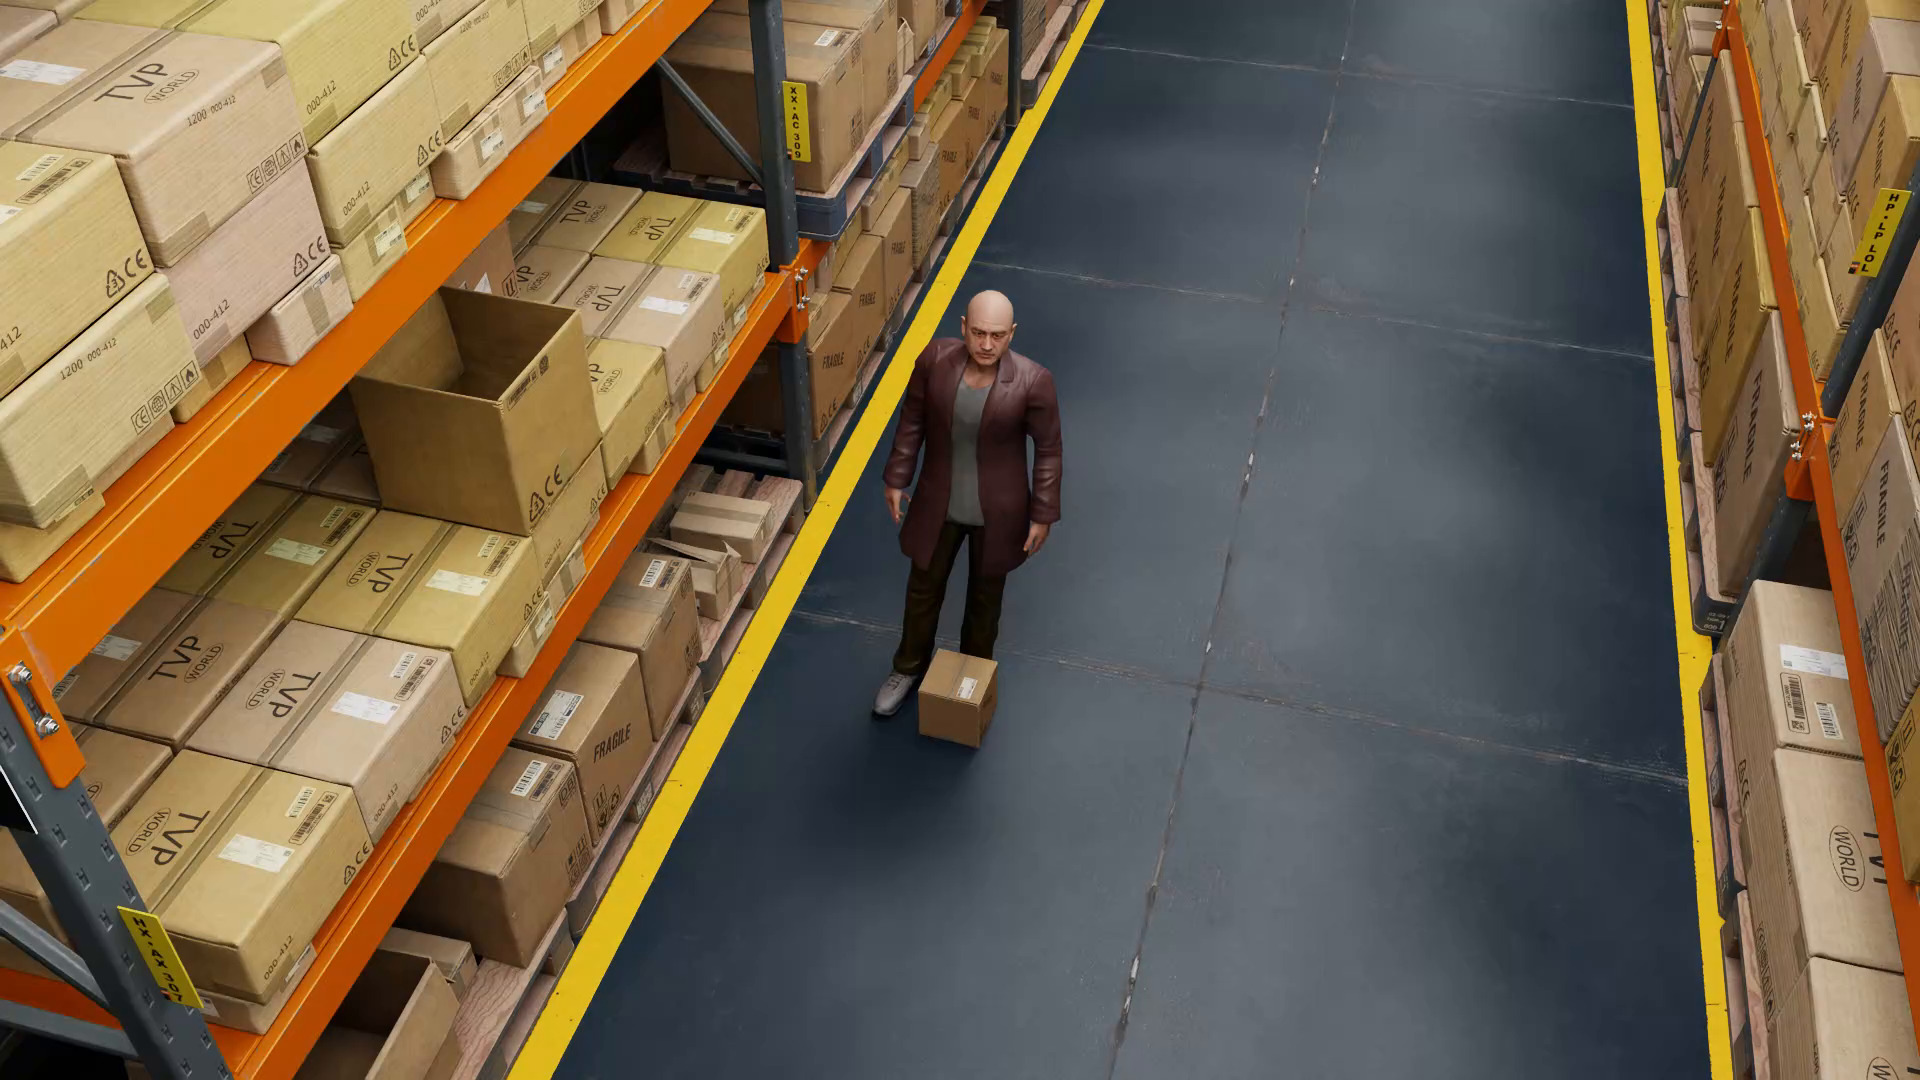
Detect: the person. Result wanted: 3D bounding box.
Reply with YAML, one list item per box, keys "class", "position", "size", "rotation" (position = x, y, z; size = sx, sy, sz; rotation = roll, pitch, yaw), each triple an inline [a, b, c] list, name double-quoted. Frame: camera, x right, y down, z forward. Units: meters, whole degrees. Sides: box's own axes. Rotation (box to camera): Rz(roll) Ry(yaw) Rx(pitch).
- class: "person"
  position: [0.022, -0.083, 6.251]
  size: [0.698, 1.778, 0.580]
  rotation: [10, 42, 12]
